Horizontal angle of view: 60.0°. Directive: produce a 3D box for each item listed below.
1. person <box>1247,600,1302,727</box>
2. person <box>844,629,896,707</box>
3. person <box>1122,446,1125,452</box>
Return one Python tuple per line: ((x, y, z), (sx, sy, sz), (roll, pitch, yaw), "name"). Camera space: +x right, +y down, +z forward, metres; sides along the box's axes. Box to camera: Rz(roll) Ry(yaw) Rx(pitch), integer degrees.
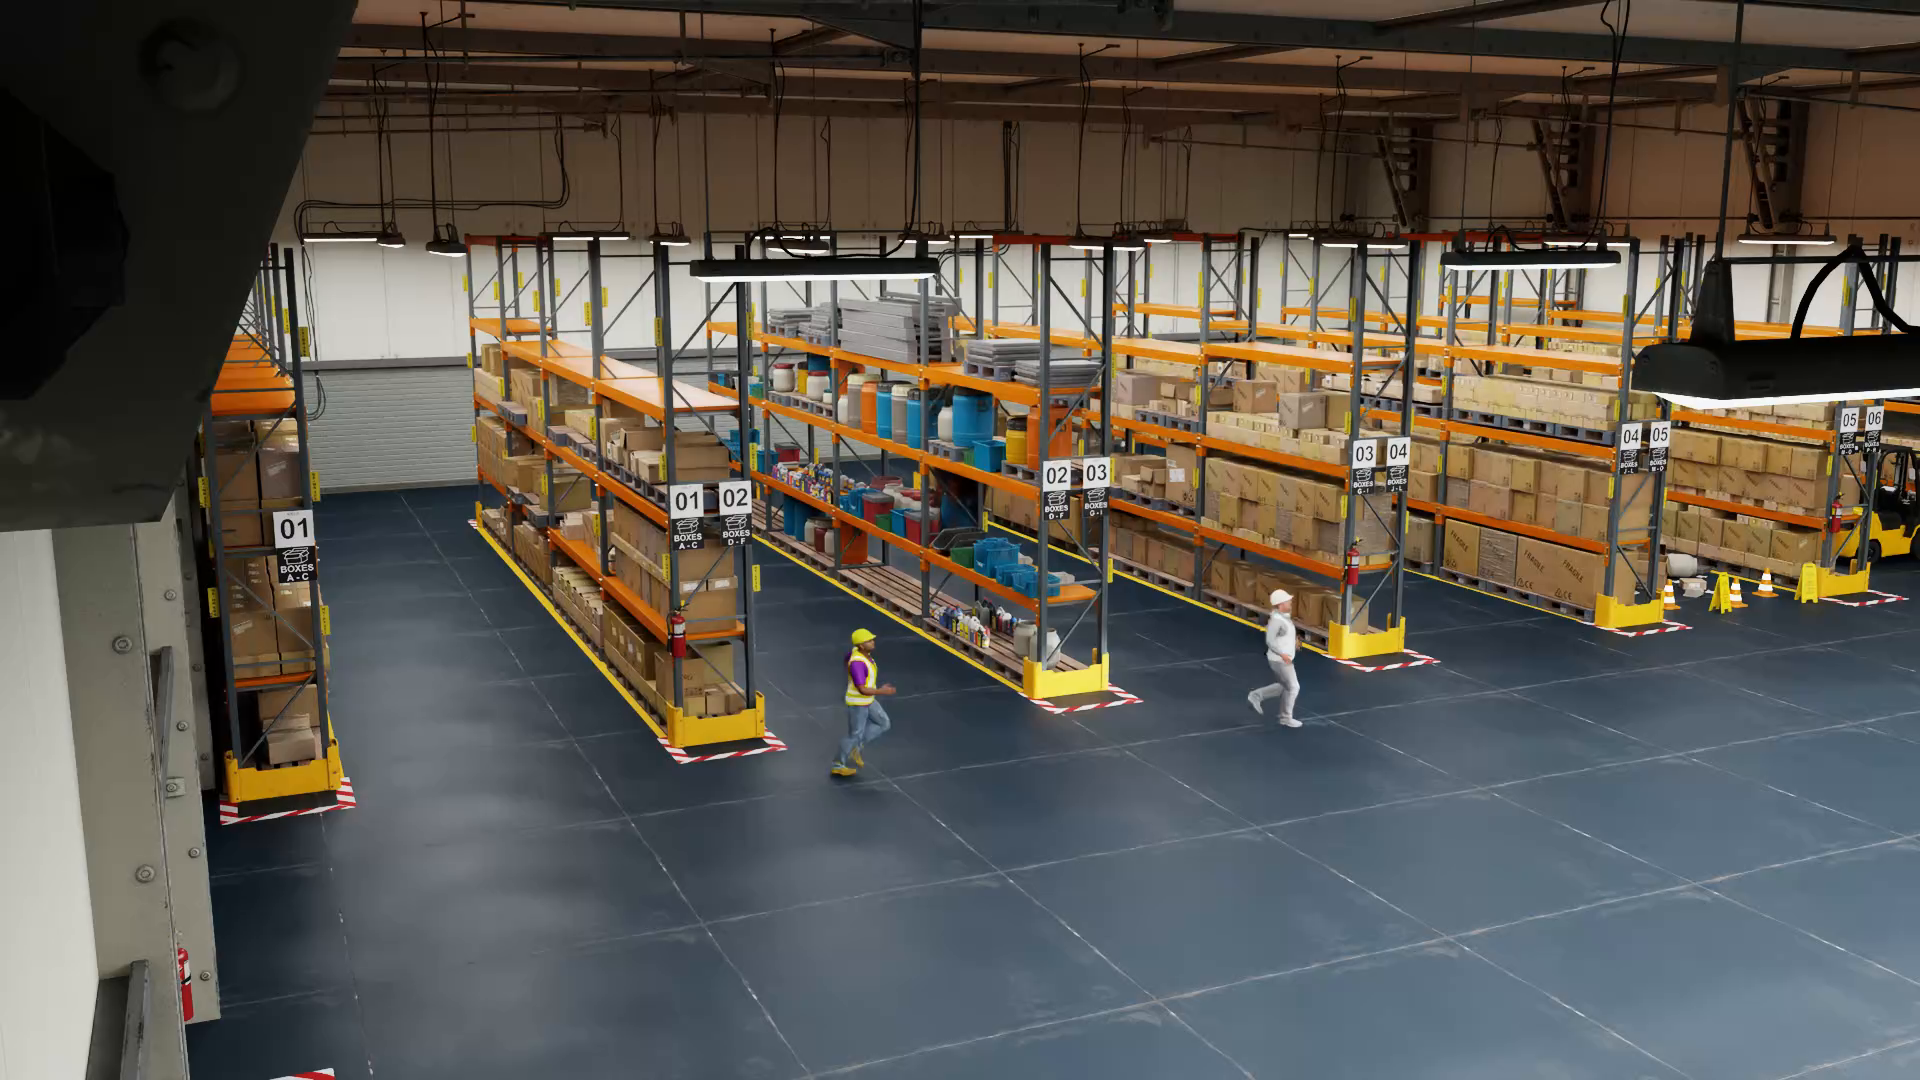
((3.991, 1.506, 20.968), (0.708, 1.710, 0.658), (2, 11, 11), "person")
((-1.048, 1.432, 18.963), (0.681, 0.888, 0.726), (1, 11, 7), "person")
((3.455, -1.164, 34.622), (0.672, 1.746, 0.720), (-8, 13, -34), "person")
